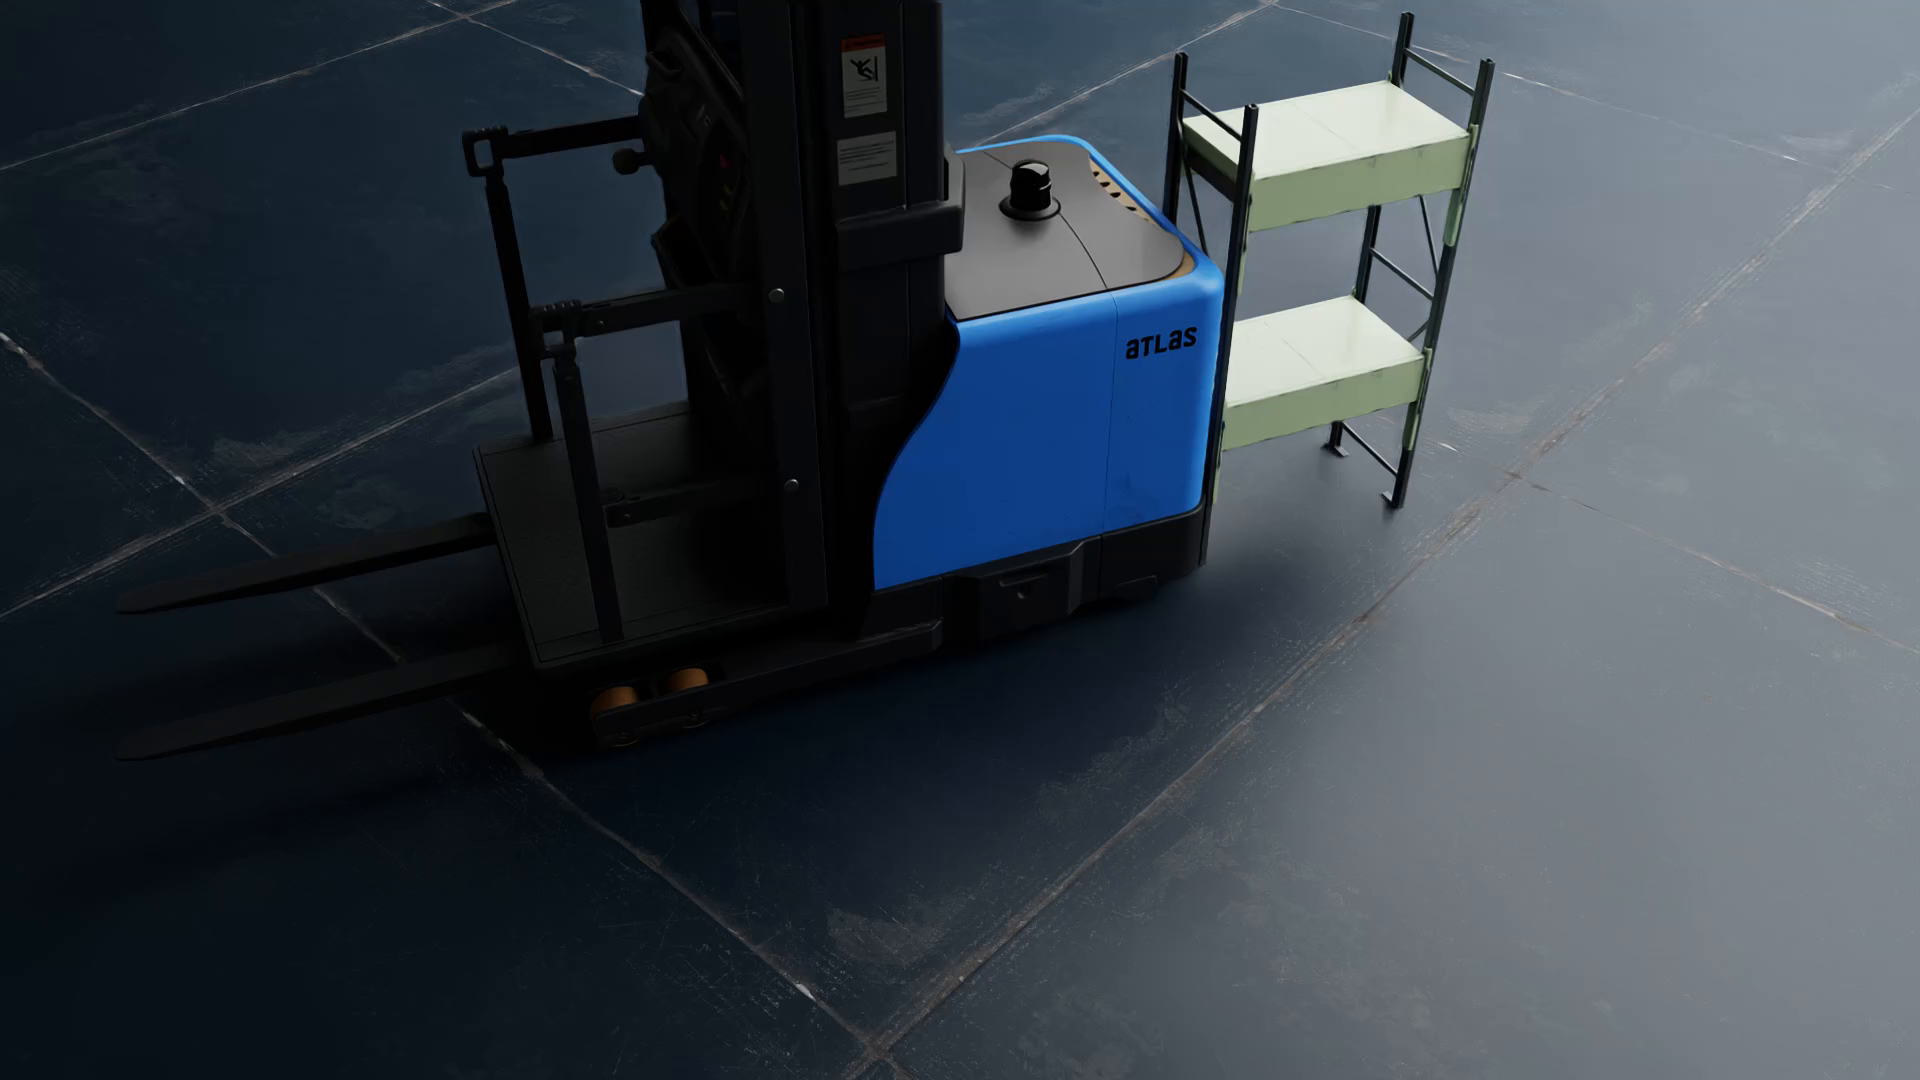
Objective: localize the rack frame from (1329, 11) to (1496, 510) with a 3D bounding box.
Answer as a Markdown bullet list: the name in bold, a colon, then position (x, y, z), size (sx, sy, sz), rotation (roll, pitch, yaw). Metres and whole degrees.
- **rack frame**: position (1.344, -0.802, 5.054), size (0.023, 1.500, 0.400), rotation (-15, 41, -18)

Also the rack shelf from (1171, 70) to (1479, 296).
- **rack shelf**: position (1.008, -1.018, 4.698), size (0.720, 0.370, 0.431), rotation (-15, 41, -18)

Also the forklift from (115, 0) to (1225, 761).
- **forklift**: position (-0.844, -0.957, 4.098), size (3.031, 2.935, 1.130), rotation (-14, 41, -17)

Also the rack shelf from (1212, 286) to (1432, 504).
- **rack shelf**: position (1.008, -0.457, 5.144), size (0.720, 0.370, 0.431), rotation (-15, 41, -18)

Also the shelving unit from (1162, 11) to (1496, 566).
- **shelving unit**: position (1.008, -0.712, 4.941), size (0.755, 1.500, 0.431), rotation (-15, 41, -18)

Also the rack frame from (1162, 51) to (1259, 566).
- **rack frame**: position (0.672, -0.622, 4.828), size (0.023, 1.500, 0.400), rotation (-15, 41, -18)
